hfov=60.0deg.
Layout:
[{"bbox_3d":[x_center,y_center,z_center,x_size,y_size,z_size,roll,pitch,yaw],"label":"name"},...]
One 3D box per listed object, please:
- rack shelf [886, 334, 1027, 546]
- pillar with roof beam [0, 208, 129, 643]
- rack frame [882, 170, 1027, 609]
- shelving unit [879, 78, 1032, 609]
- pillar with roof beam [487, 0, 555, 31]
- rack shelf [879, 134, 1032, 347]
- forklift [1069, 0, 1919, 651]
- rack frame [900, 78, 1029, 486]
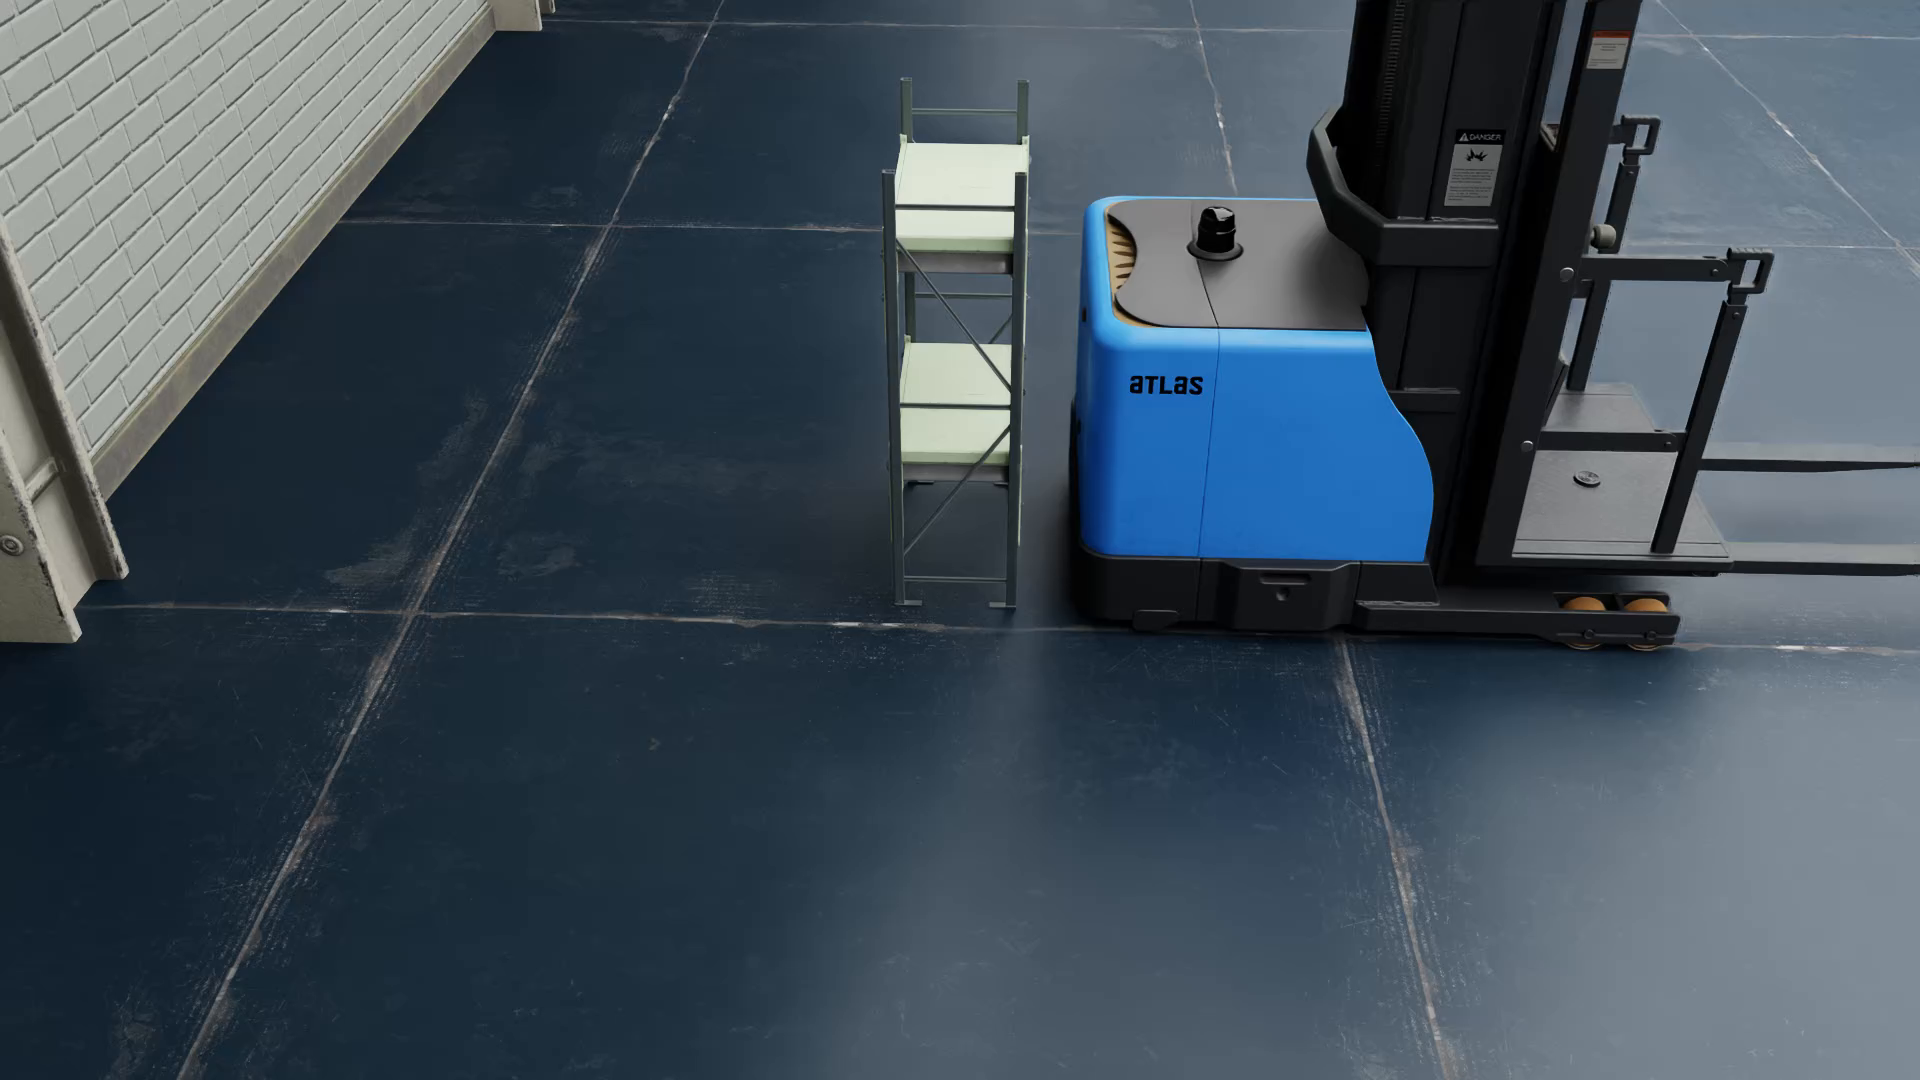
[{"bbox_3d":[0.000,-0.343,5.501,0.431,0.370,0.720,1,35,2],"label":"rack shelf"},{"bbox_3d":[1.341,-3.372,2.722,9.100,9.000,0.400,1,35,2],"label":"pillar with roof beam"},{"bbox_3d":[-0.015,-0.399,5.014,0.400,1.500,0.023,1,35,2],"label":"rack frame"},{"bbox_3d":[0.000,-0.610,5.313,0.431,1.500,0.755,1,35,2],"label":"shelving unit"},{"bbox_3d":[1.582,-6.819,7.627,9.100,9.000,0.400,1,35,2],"label":"pillar with roof beam"},{"bbox_3d":[0.000,-0.929,5.089,0.431,0.370,0.720,1,35,2],"label":"rack shelf"},{"bbox_3d":[1.896,-1.162,4.854,3.031,2.935,1.130,1,35,2],"label":"forklift"},{"bbox_3d":[0.014,-0.820,5.613,0.400,1.500,0.023,1,35,2],"label":"rack frame"}]
